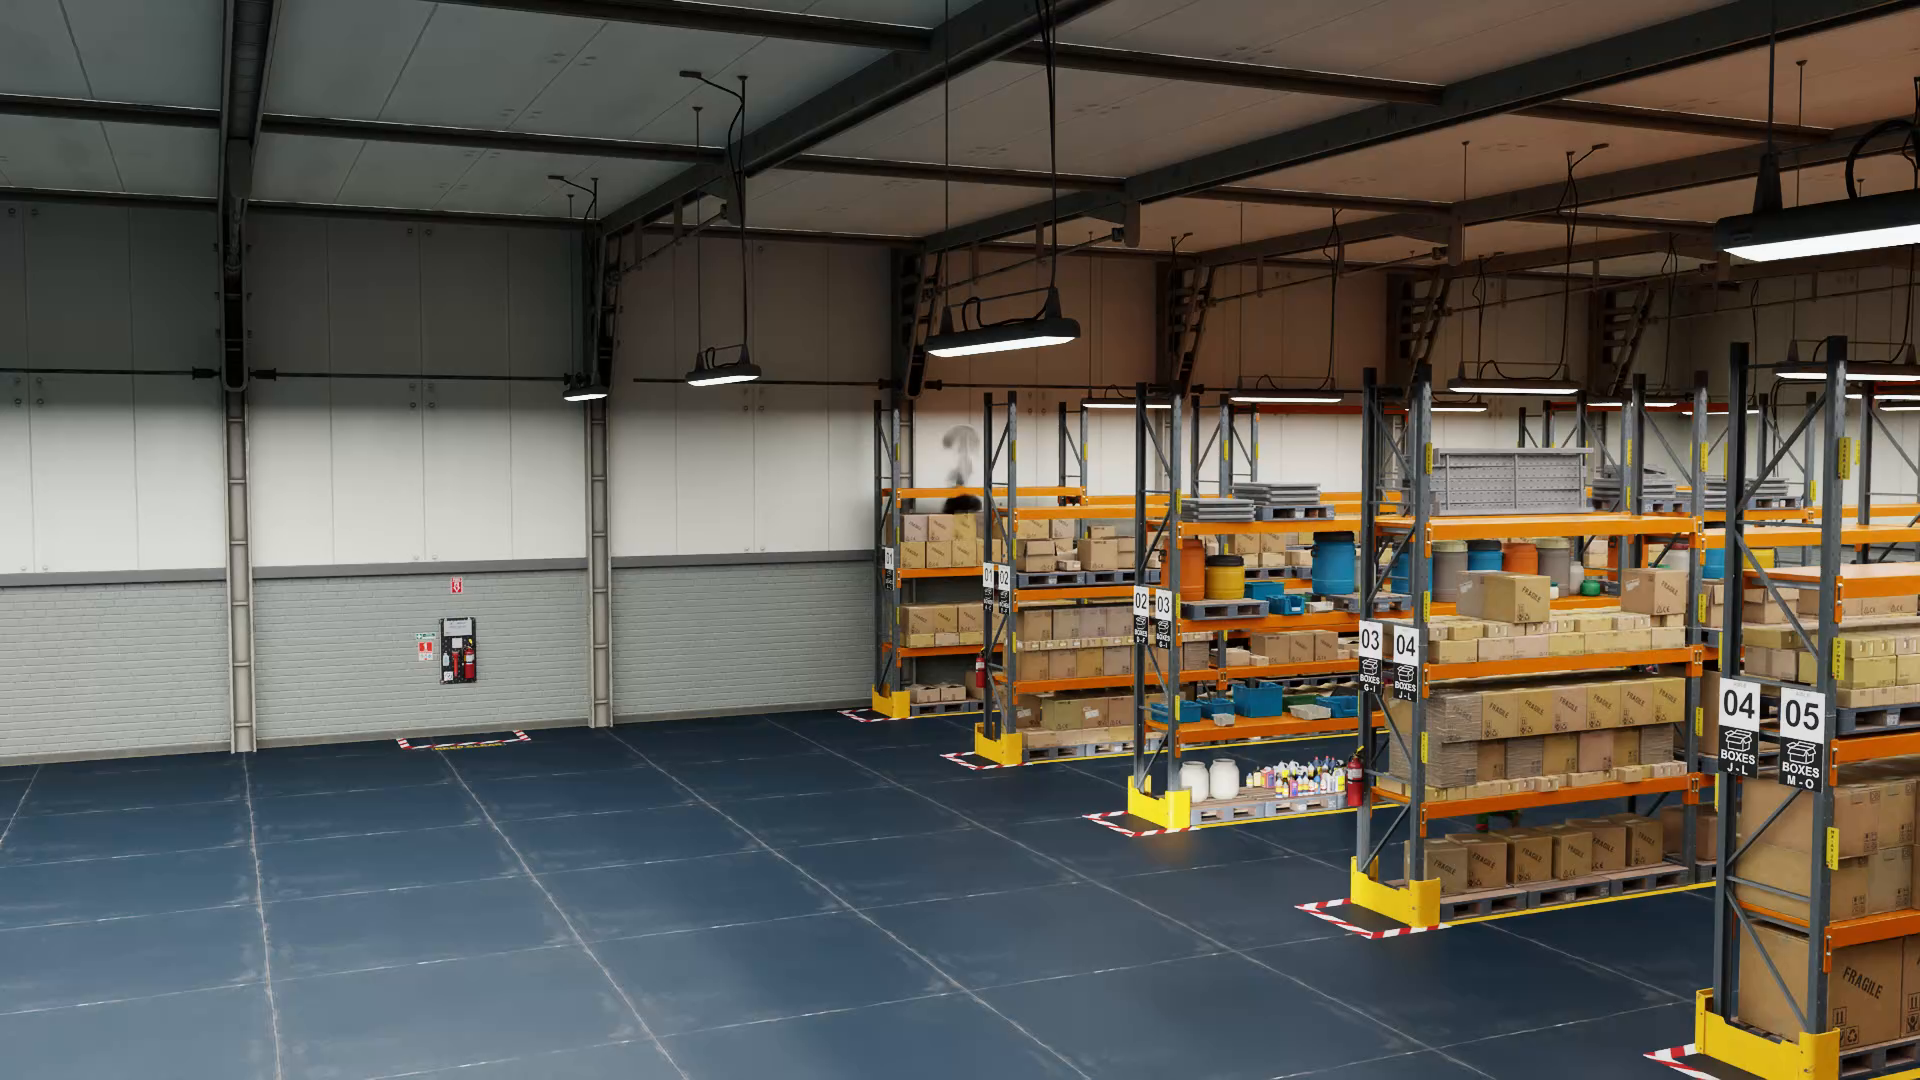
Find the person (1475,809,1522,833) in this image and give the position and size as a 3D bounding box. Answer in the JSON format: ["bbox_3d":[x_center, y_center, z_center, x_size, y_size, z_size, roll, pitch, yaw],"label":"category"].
[{"bbox_3d":[6.805,3.095,21.211,0.928,1.723,0.660,-1,4,-22],"label":"person"}]
